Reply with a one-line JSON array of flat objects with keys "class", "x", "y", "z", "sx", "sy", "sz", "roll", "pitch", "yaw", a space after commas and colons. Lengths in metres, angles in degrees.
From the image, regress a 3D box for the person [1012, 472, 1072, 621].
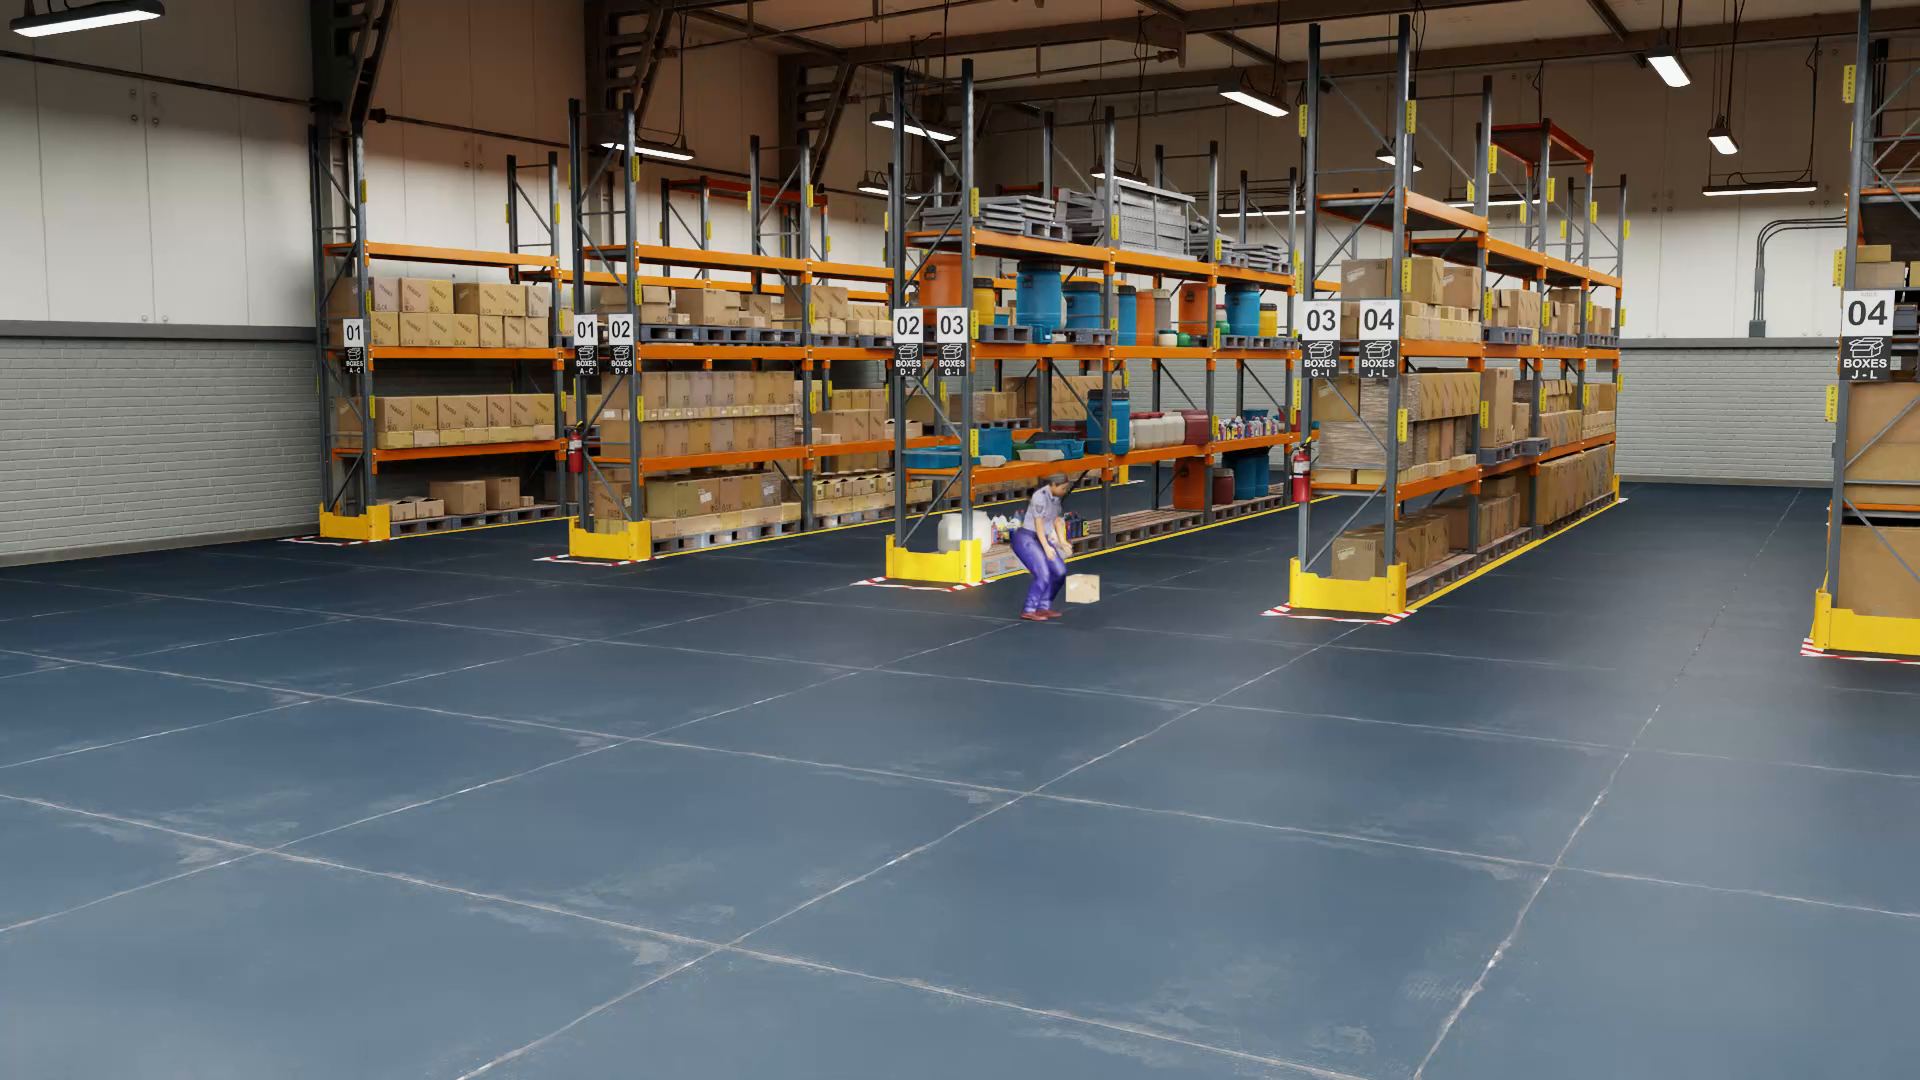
[{"class": "person", "x": 0.837, "y": 0.050, "z": 16.781, "sx": 0.551, "sy": 1.490, "sz": 0.525, "roll": 3, "pitch": 7, "yaw": 29}]
